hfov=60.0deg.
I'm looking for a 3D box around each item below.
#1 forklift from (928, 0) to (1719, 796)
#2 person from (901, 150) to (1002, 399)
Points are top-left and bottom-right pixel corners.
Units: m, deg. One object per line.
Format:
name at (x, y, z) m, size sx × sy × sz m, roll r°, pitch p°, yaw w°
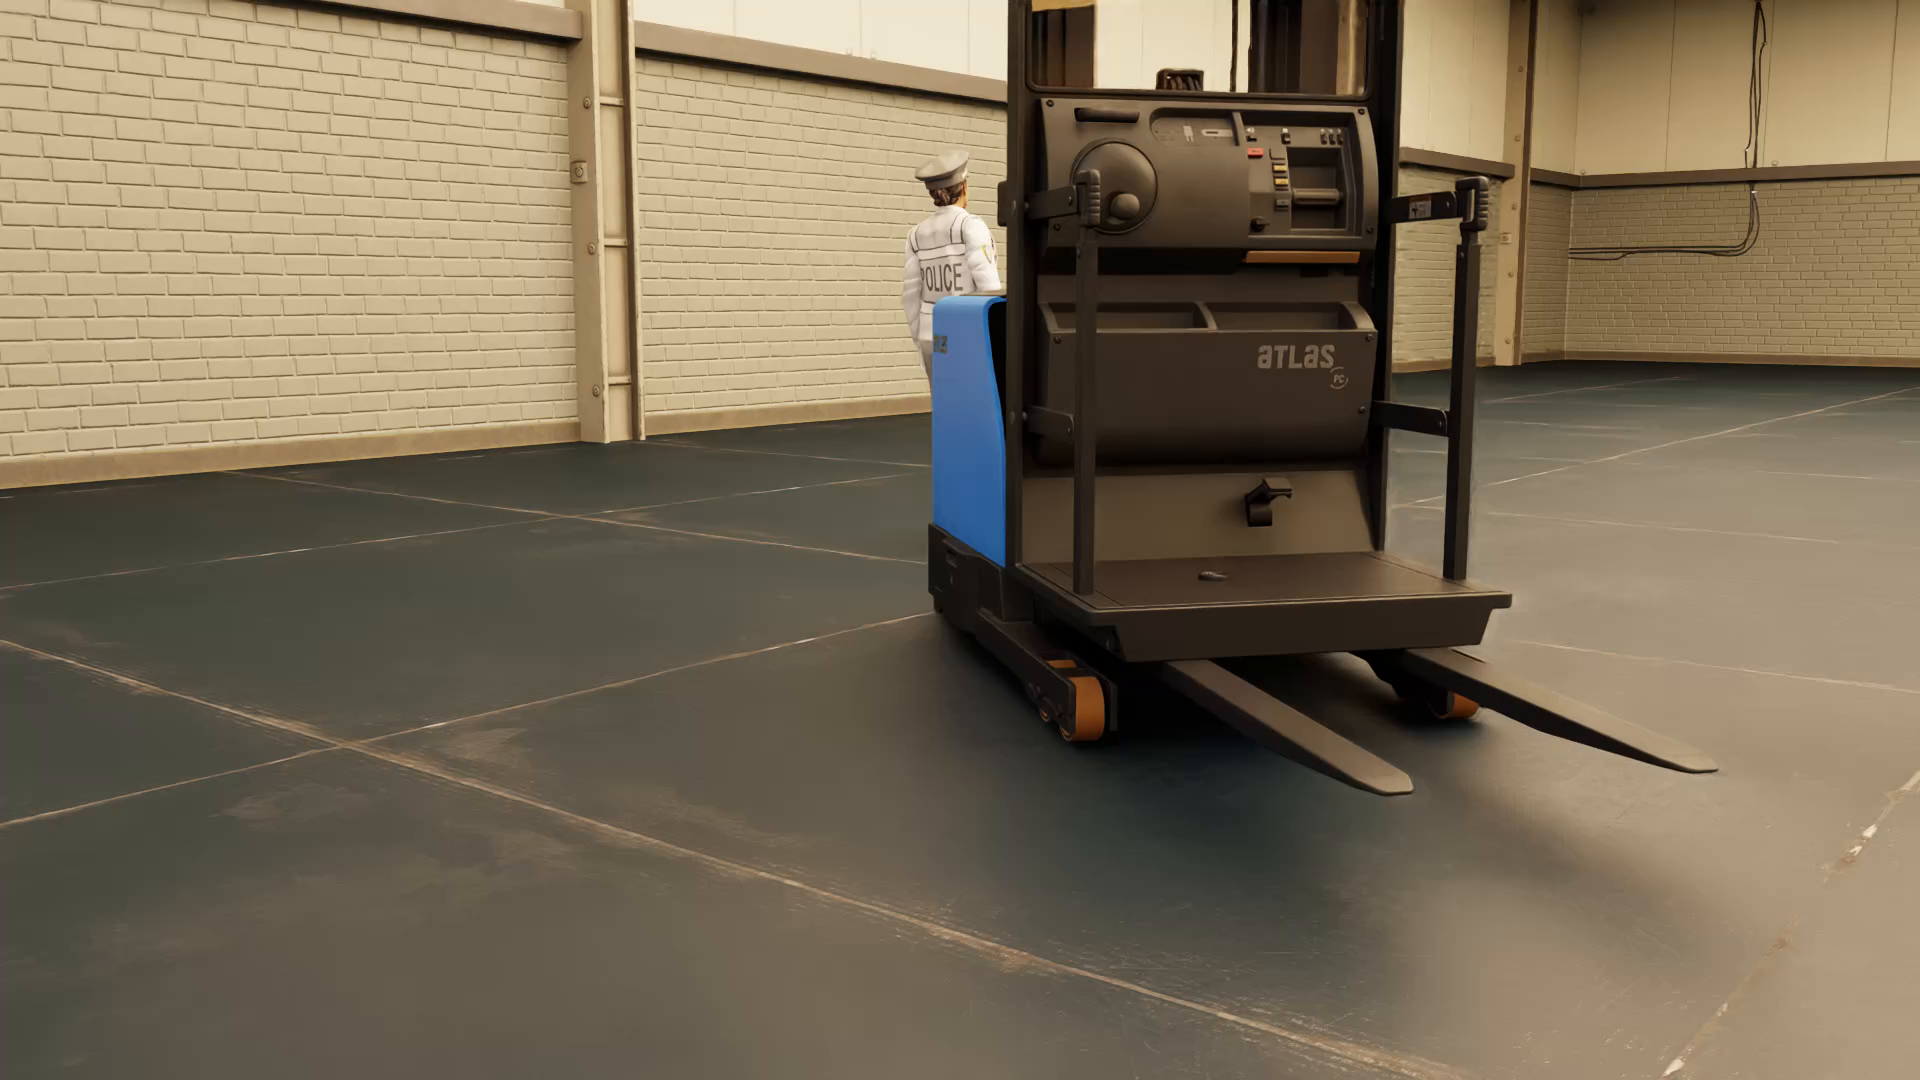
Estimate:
forklift at (0.720, -1.017, 4.230) m, size 1.130 × 2.935 × 3.031 m, roll -2°, pitch 9°, yaw -13°
person at (0.048, -0.852, 7.330) m, size 0.587 × 1.695 × 0.531 m, roll 7°, pitch 11°, yaw 38°
